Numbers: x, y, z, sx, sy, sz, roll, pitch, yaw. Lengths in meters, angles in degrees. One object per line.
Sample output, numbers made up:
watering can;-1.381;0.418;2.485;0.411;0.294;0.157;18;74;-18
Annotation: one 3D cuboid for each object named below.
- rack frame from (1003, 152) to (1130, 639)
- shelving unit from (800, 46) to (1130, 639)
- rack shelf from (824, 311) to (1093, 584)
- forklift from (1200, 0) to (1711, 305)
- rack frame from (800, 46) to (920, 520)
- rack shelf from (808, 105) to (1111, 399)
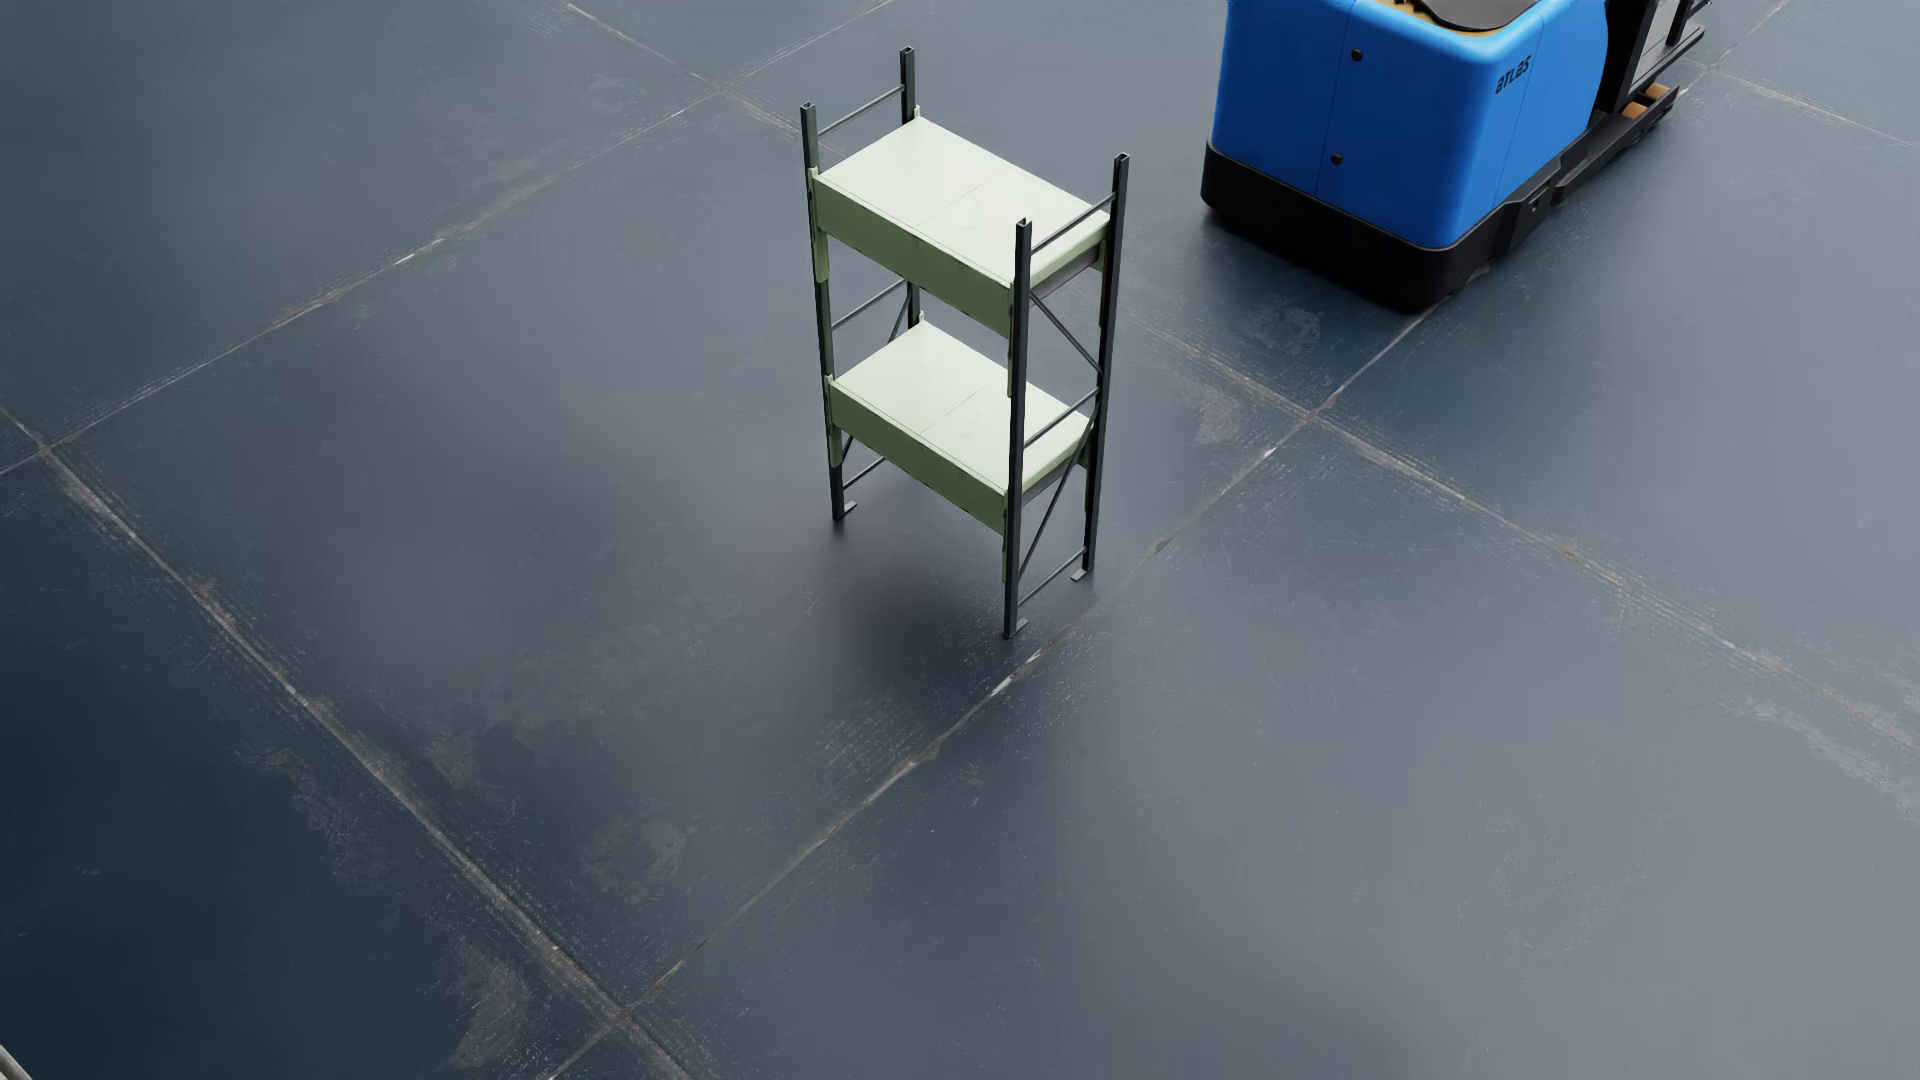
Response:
rack frame;0.274;-0.329;4.530;0.023;1.500;0.400;34;55;28
shelving unit;0.005;-0.510;4.700;0.755;1.500;0.431;34;55;28
rack shelf;0.005;-0.287;4.938;0.720;0.370;0.431;34;55;28
forklift;2.289;-2.833;5.900;1.130;2.935;3.031;34;55;27
rack frame;-0.264;-0.691;4.870;0.023;1.500;0.400;34;55;28
rack shelf;0.005;-0.777;4.416;0.720;0.370;0.431;34;55;28
